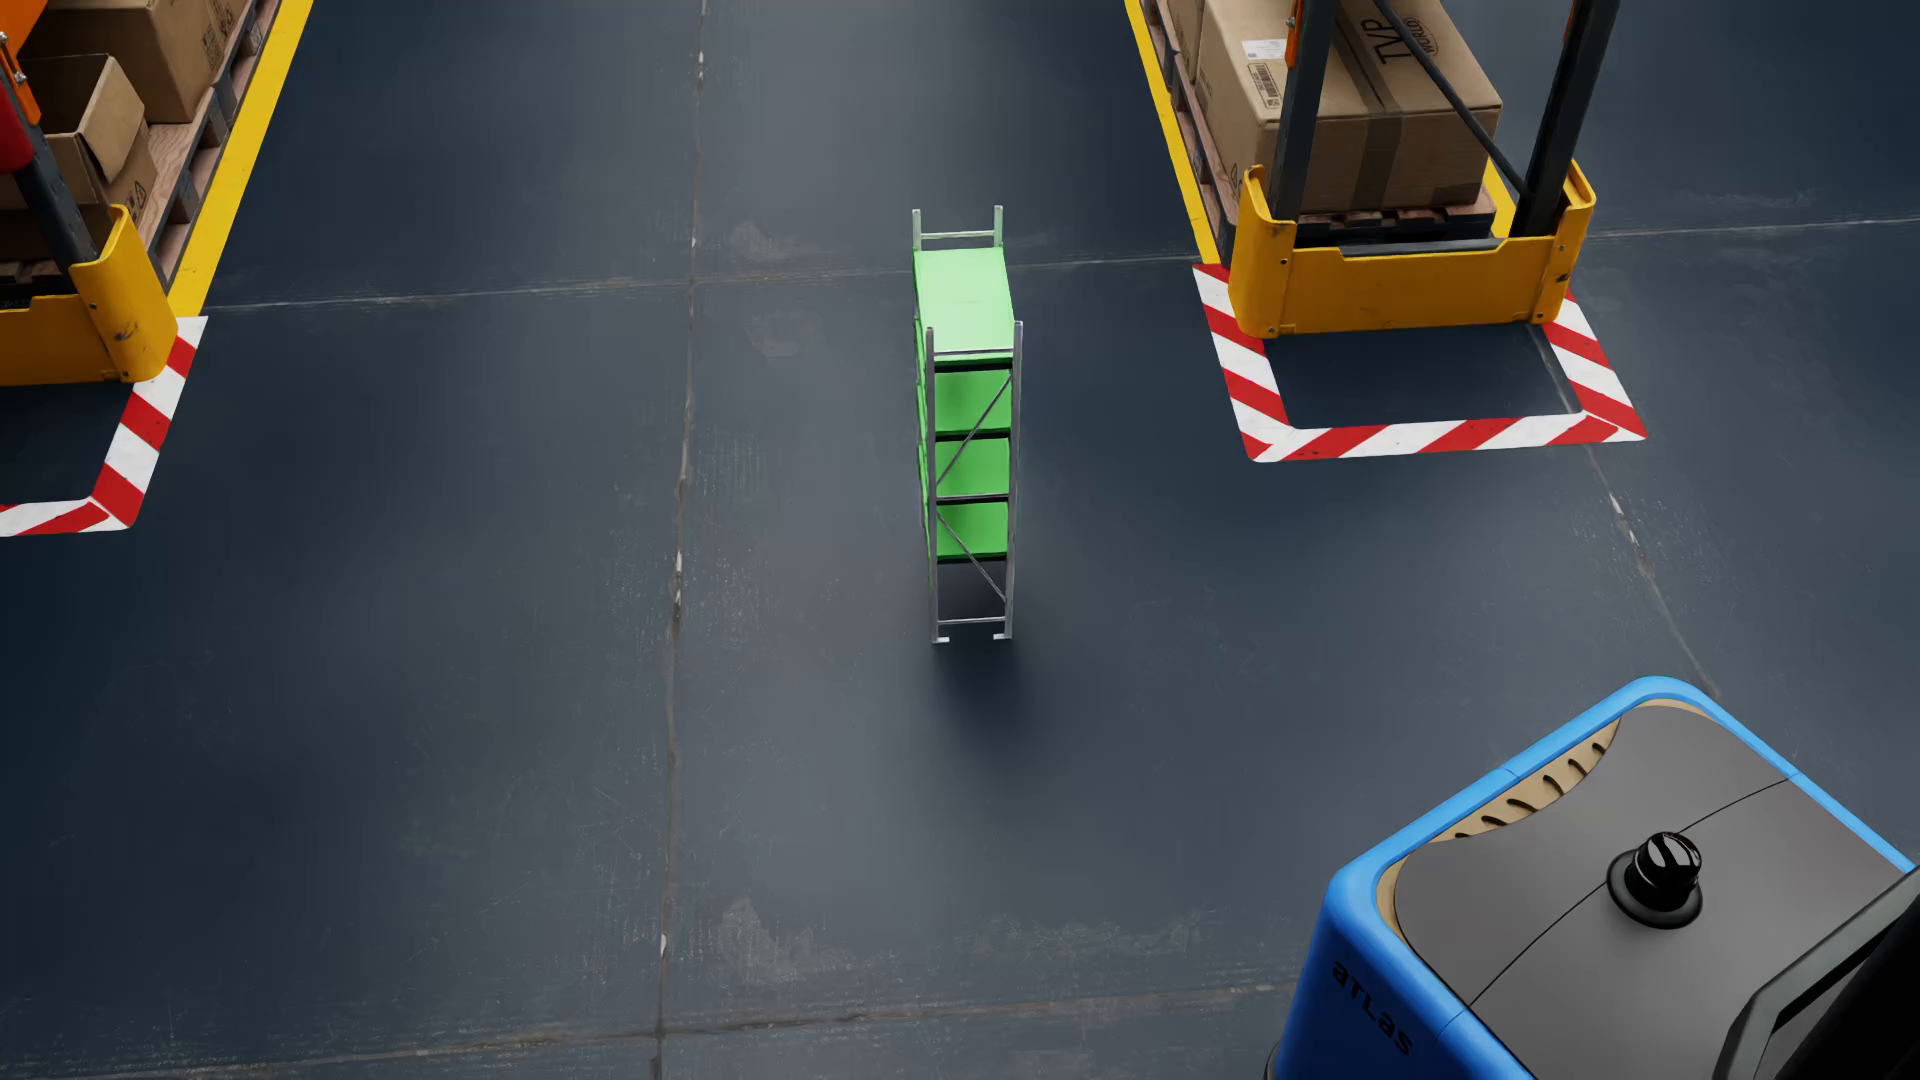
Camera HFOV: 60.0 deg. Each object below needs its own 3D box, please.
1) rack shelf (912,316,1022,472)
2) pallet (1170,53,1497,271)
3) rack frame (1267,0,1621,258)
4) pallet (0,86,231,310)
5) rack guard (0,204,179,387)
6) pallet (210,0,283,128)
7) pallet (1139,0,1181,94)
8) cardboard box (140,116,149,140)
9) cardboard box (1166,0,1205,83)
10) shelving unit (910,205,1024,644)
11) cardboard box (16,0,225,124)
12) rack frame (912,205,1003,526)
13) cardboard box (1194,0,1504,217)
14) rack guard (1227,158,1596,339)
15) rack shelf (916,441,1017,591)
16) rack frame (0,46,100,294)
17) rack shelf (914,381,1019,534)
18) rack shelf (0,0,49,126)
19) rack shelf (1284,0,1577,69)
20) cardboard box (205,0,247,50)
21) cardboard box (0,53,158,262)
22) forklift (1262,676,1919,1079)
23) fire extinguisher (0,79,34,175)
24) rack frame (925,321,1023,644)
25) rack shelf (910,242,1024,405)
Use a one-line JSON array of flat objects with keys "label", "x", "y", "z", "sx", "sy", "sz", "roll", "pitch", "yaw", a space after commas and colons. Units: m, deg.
[{"label": "rack shelf", "x": 0.014, "y": -0.414, "z": 4.573, "sx": 0.258, "sy": 0.148, "sz": 0.480, "roll": -3, "pitch": 47, "yaw": -3}, {"label": "pallet", "x": 1.430, "y": -1.537, "z": 6.560, "sx": 1.003, "sy": 0.211, "sz": 1.213, "roll": -3, "pitch": 47, "yaw": -3}, {"label": "rack frame", "x": 1.574, "y": -1.922, "z": 5.004, "sx": 1.000, "sy": 3.000, "sz": 0.127, "roll": -3, "pitch": 47, "yaw": -3}, {"label": "pallet", "x": -3.446, "y": -1.290, "z": 6.327, "sx": 1.003, "sy": 0.211, "sz": 1.213, "roll": -3, "pitch": 47, "yaw": -3}, {"label": "rack guard", "x": -3.378, "y": -0.813, "z": 5.676, "sx": 1.175, "sy": 0.500, "sz": 0.348, "roll": -3, "pitch": 47, "yaw": -3}, {"label": "pallet", "x": -3.545, "y": -2.171, "z": 7.161, "sx": 1.003, "sy": 0.211, "sz": 1.213, "roll": -3, "pitch": 47, "yaw": -3}, {"label": "pallet", "x": 1.331, "y": -2.417, "z": 7.394, "sx": 1.003, "sy": 0.211, "sz": 1.213, "roll": -3, "pitch": 47, "yaw": -3}, {"label": "cardboard box", "x": -3.325, "y": -1.540, "z": 6.316, "sx": 0.380, "sy": 0.149, "sz": 0.250, "roll": -5, "pitch": 47, "yaw": -5}, {"label": "cardboard box", "x": 1.335, "y": -2.318, "z": 6.855, "sx": 0.875, "sy": 0.438, "sz": 0.875, "roll": -2, "pitch": 47, "yaw": -2}, {"label": "shelving unit", "x": 0.014, "y": -0.293, "z": 4.701, "sx": 0.258, "sy": 1.200, "sz": 0.503, "roll": -3, "pitch": 47, "yaw": -3}, {"label": "cardboard box", "x": -3.361, "y": -1.971, "z": 6.484, "sx": 0.700, "sy": 0.500, "sz": 0.500, "roll": -2, "pitch": 47, "yaw": -2}, {"label": "rack frame", "x": -0.007, "y": -0.469, "z": 4.868, "sx": 0.240, "sy": 1.200, "sz": 0.015, "roll": -3, "pitch": 47, "yaw": -3}, {"label": "cardboard box", "x": 1.420, "y": -1.657, "z": 6.228, "sx": 0.875, "sy": 0.438, "sz": 0.875, "roll": -5, "pitch": 47, "yaw": -5}, {"label": "rack guard", "x": 1.576, "y": -1.045, "z": 5.895, "sx": 1.175, "sy": 0.500, "sz": 0.348, "roll": -3, "pitch": 47, "yaw": -3}, {"label": "rack shelf", "x": 0.014, "y": -0.084, "z": 4.922, "sx": 0.258, "sy": 0.148, "sz": 0.480, "roll": -3, "pitch": 47, "yaw": -3}, {"label": "rack frame", "x": -3.372, "y": -1.617, "z": 4.716, "sx": 1.000, "sy": 3.000, "sz": 0.127, "roll": -3, "pitch": 47, "yaw": -3}, {"label": "rack shelf", "x": 0.014, "y": -0.249, "z": 4.747, "sx": 0.258, "sy": 0.148, "sz": 0.480, "roll": -3, "pitch": 47, "yaw": -3}, {"label": "rack shelf", "x": -3.539, "y": -2.817, "z": 6.348, "sx": 1.077, "sy": 0.370, "sz": 4.000, "roll": -3, "pitch": 47, "yaw": -3}, {"label": "rack shelf", "x": 1.407, "y": -3.122, "z": 6.636, "sx": 1.077, "sy": 0.370, "sz": 4.000, "roll": -3, "pitch": 47, "yaw": -3}, {"label": "cardboard box", "x": -3.306, "y": -2.360, "z": 6.852, "sx": 0.500, "sy": 0.500, "sz": 0.500, "roll": -3, "pitch": 47, "yaw": -3}, {"label": "cardboard box", "x": -3.328, "y": -1.352, "z": 5.894, "sx": 0.797, "sy": 0.503, "sz": 0.637, "roll": -5, "pitch": 47, "yaw": -5}, {"label": "forklift", "x": 1.916, "y": 1.080, "z": 2.209, "sx": 1.130, "sy": 2.935, "sz": 3.031, "roll": -26, "pitch": 52, "yaw": -22}, {"label": "fire extinguisher", "x": -2.899, "y": -1.384, "z": 4.805, "sx": 0.296, "sy": 0.674, "sz": 0.183, "roll": -3, "pitch": 47, "yaw": -3}, {"label": "rack frame", "x": 0.034, "y": -0.116, "z": 4.534, "sx": 0.240, "sy": 1.200, "sz": 0.015, "roll": -3, "pitch": 47, "yaw": -3}, {"label": "rack shelf", "x": 0.014, "y": -0.579, "z": 4.399, "sx": 0.258, "sy": 0.148, "sz": 0.480, "roll": -3, "pitch": 47, "yaw": -3}]
